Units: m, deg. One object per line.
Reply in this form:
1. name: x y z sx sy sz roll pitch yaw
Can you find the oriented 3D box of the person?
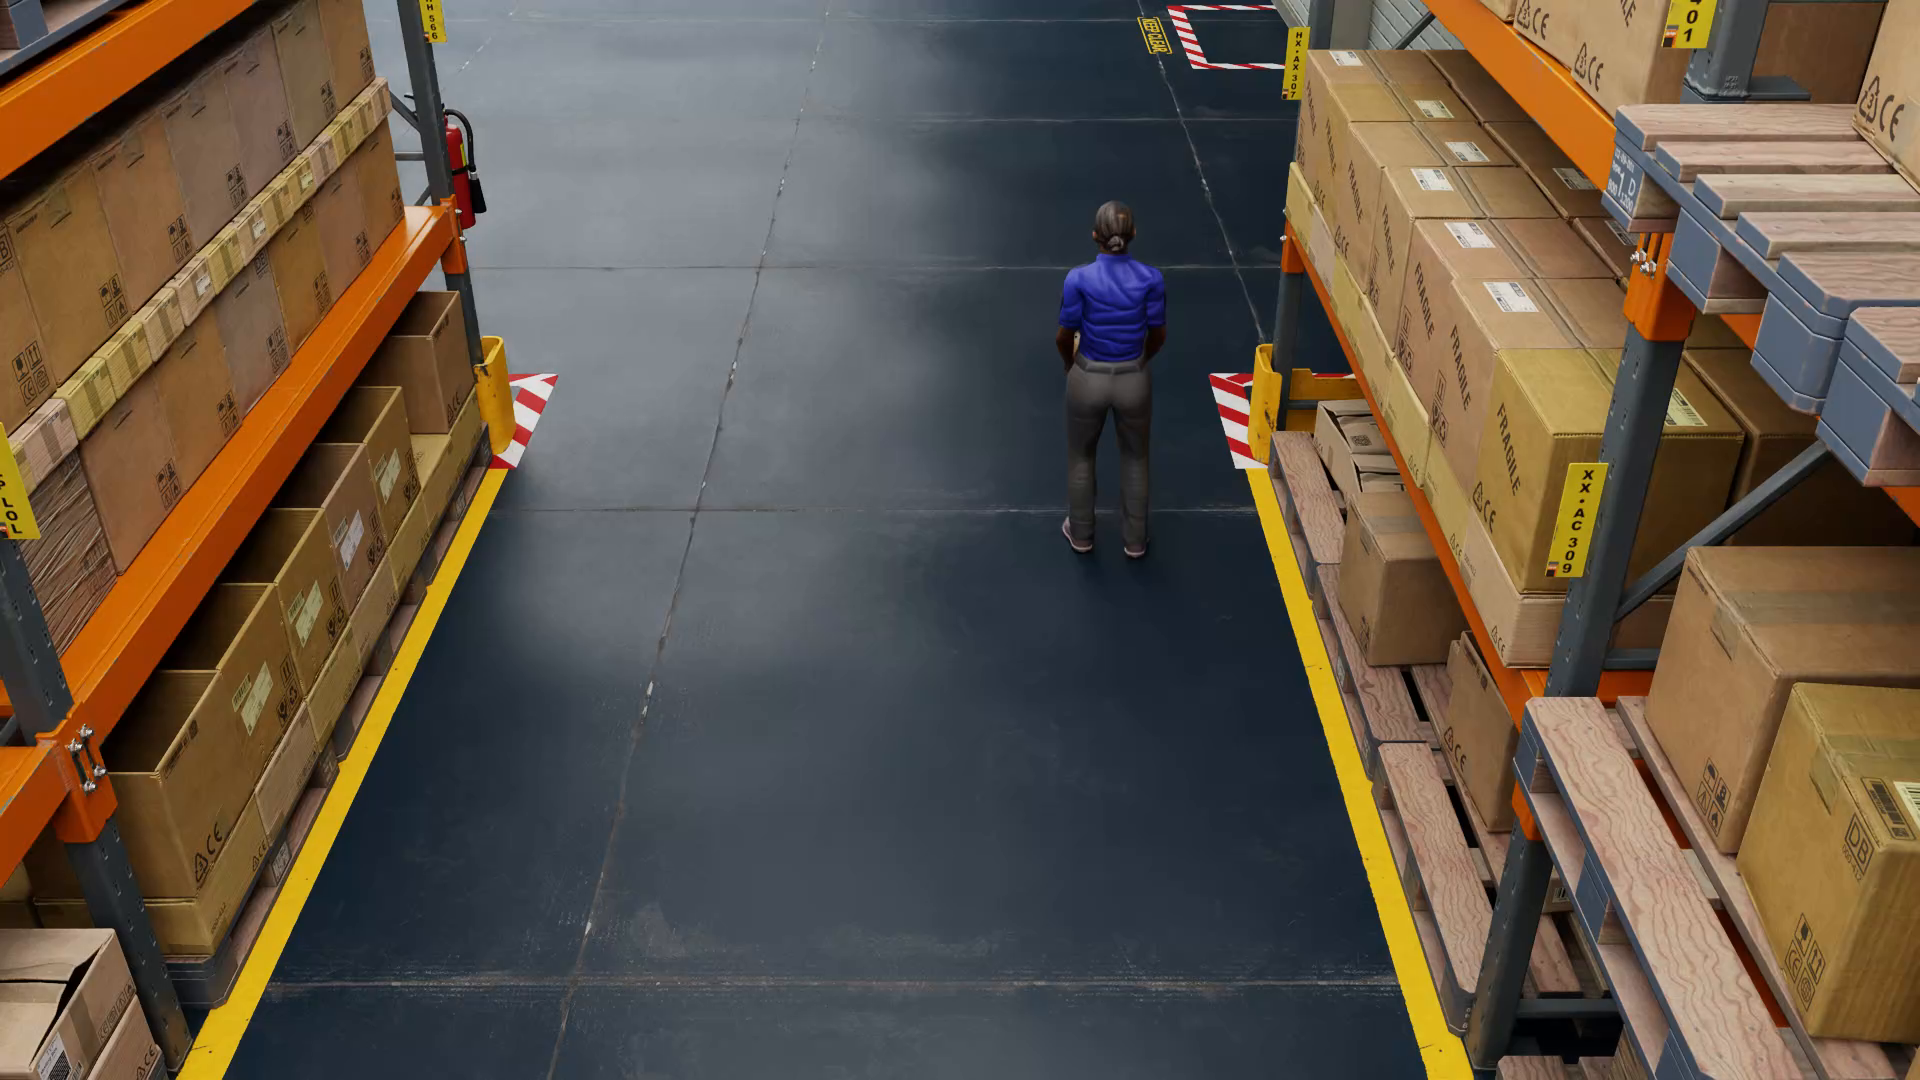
1. person: 0.645 -0.689 7.247 0.481 1.662 0.397 -1 32 -1
